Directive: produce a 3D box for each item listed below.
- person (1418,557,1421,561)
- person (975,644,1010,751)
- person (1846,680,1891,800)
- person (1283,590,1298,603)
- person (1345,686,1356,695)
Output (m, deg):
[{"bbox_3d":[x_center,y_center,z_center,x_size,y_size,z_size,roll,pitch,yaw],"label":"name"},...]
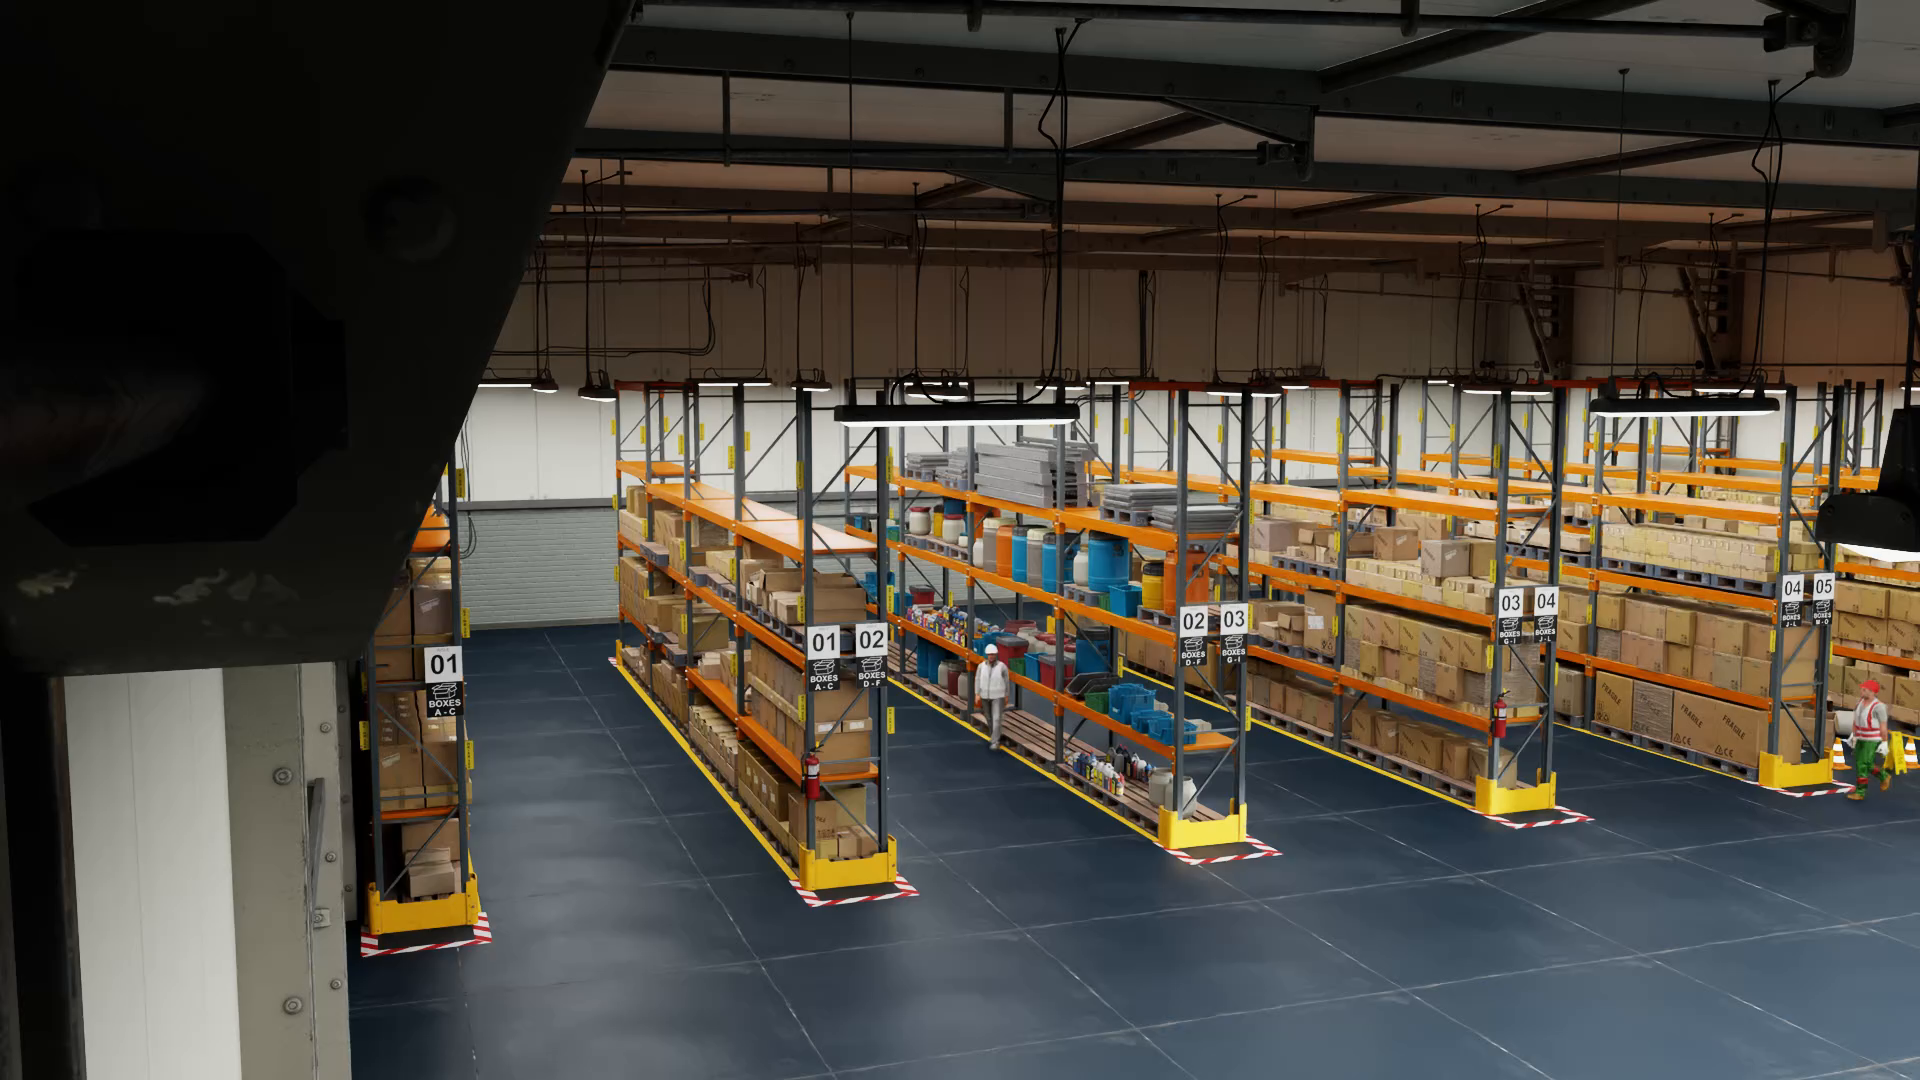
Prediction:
[{"bbox_3d":[10.952,1.254,39.683,0.973,1.705,0.520,5,8,37],"label":"person"},{"bbox_3d":[0.514,2.567,27.374,0.560,1.708,1.062,3,7,23],"label":"person"},{"bbox_3d":[13.271,2.899,24.178,0.859,1.759,0.608,-1,6,-14],"label":"person"},{"bbox_3d":[8.549,1.011,43.017,0.597,1.647,0.444,-6,8,-44],"label":"person"},{"bbox_3d":[7.307,2.219,30.758,0.572,1.777,0.617,-2,6,-16],"label":"person"}]
